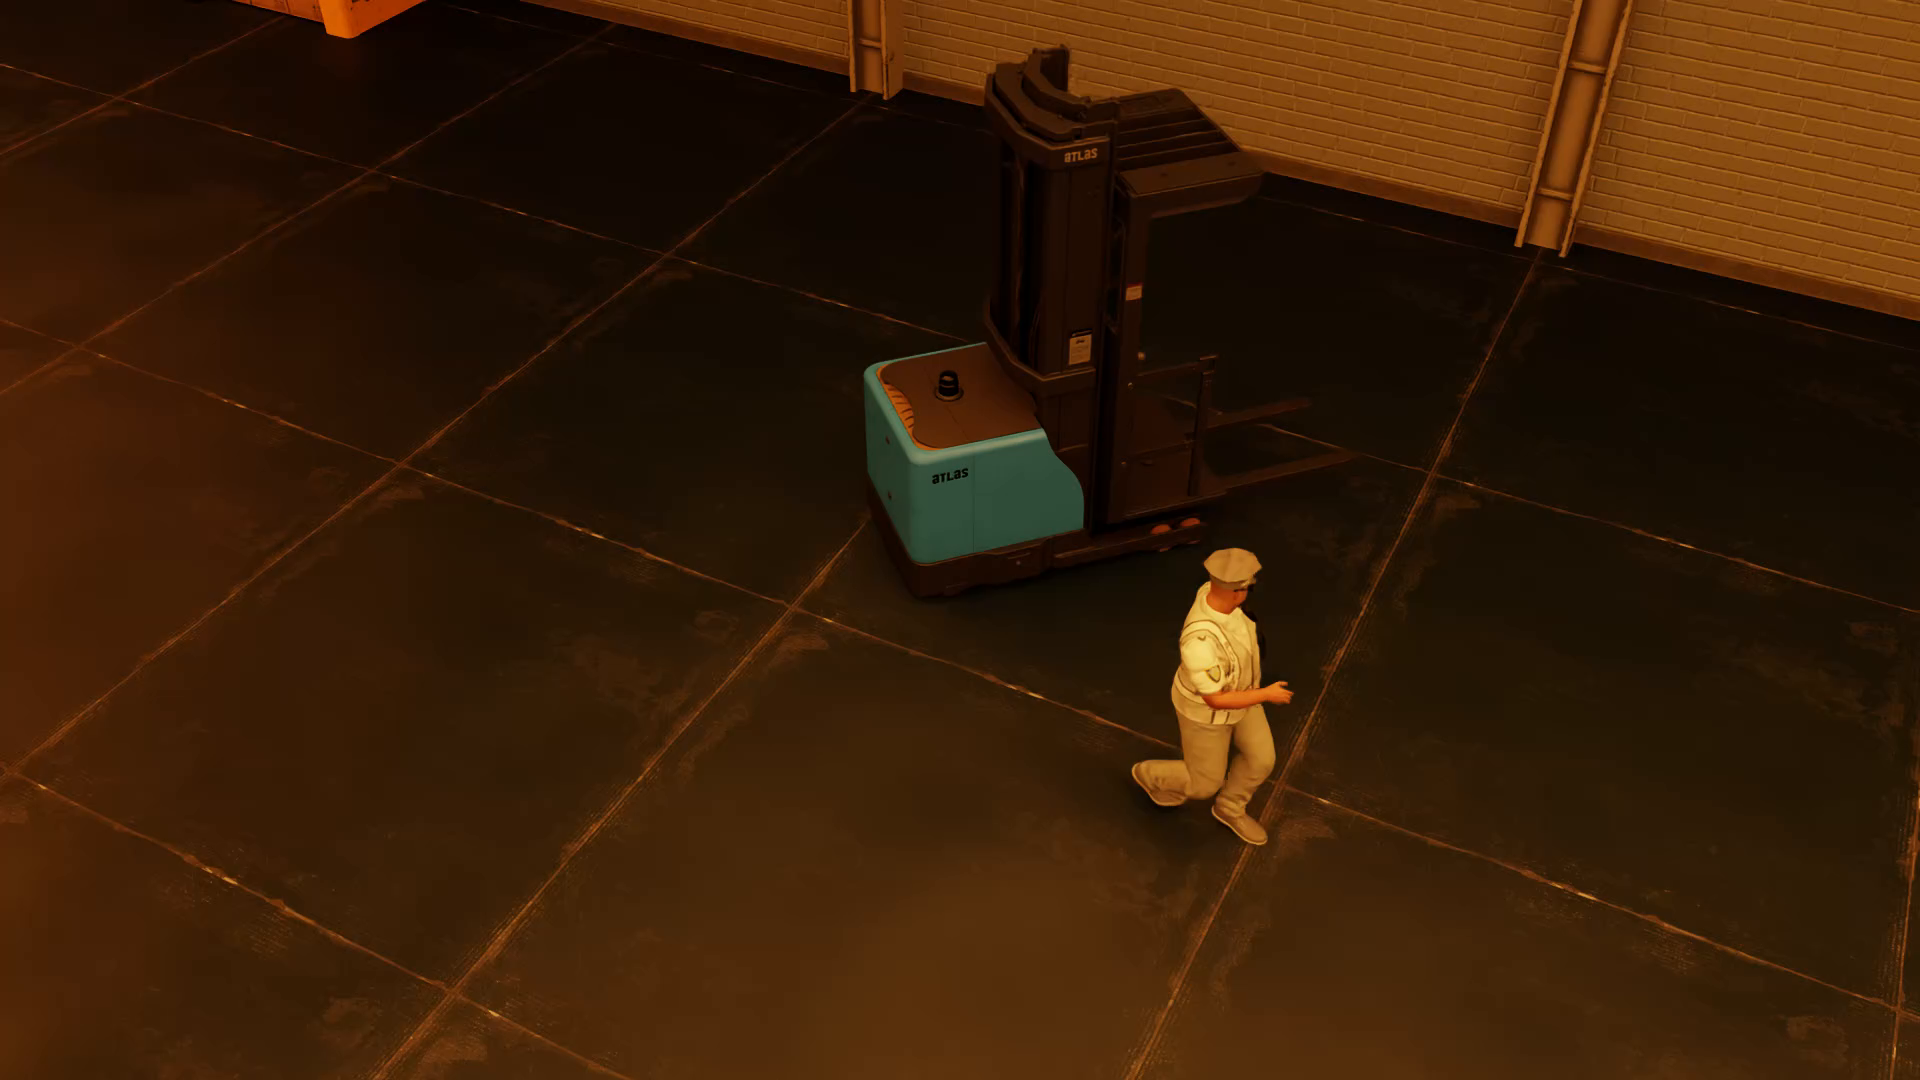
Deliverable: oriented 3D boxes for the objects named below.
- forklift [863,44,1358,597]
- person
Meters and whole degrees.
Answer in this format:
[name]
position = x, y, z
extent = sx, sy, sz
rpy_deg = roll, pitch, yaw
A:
[forklift]
position = 0.988, -1.360, 9.602
extent = 3.031, 2.935, 1.130
rpy_deg = -13, 42, -15
[person]
position = 1.246, 0.752, 8.086
extent = 0.779, 1.678, 0.628
rpy_deg = 31, 49, 31
